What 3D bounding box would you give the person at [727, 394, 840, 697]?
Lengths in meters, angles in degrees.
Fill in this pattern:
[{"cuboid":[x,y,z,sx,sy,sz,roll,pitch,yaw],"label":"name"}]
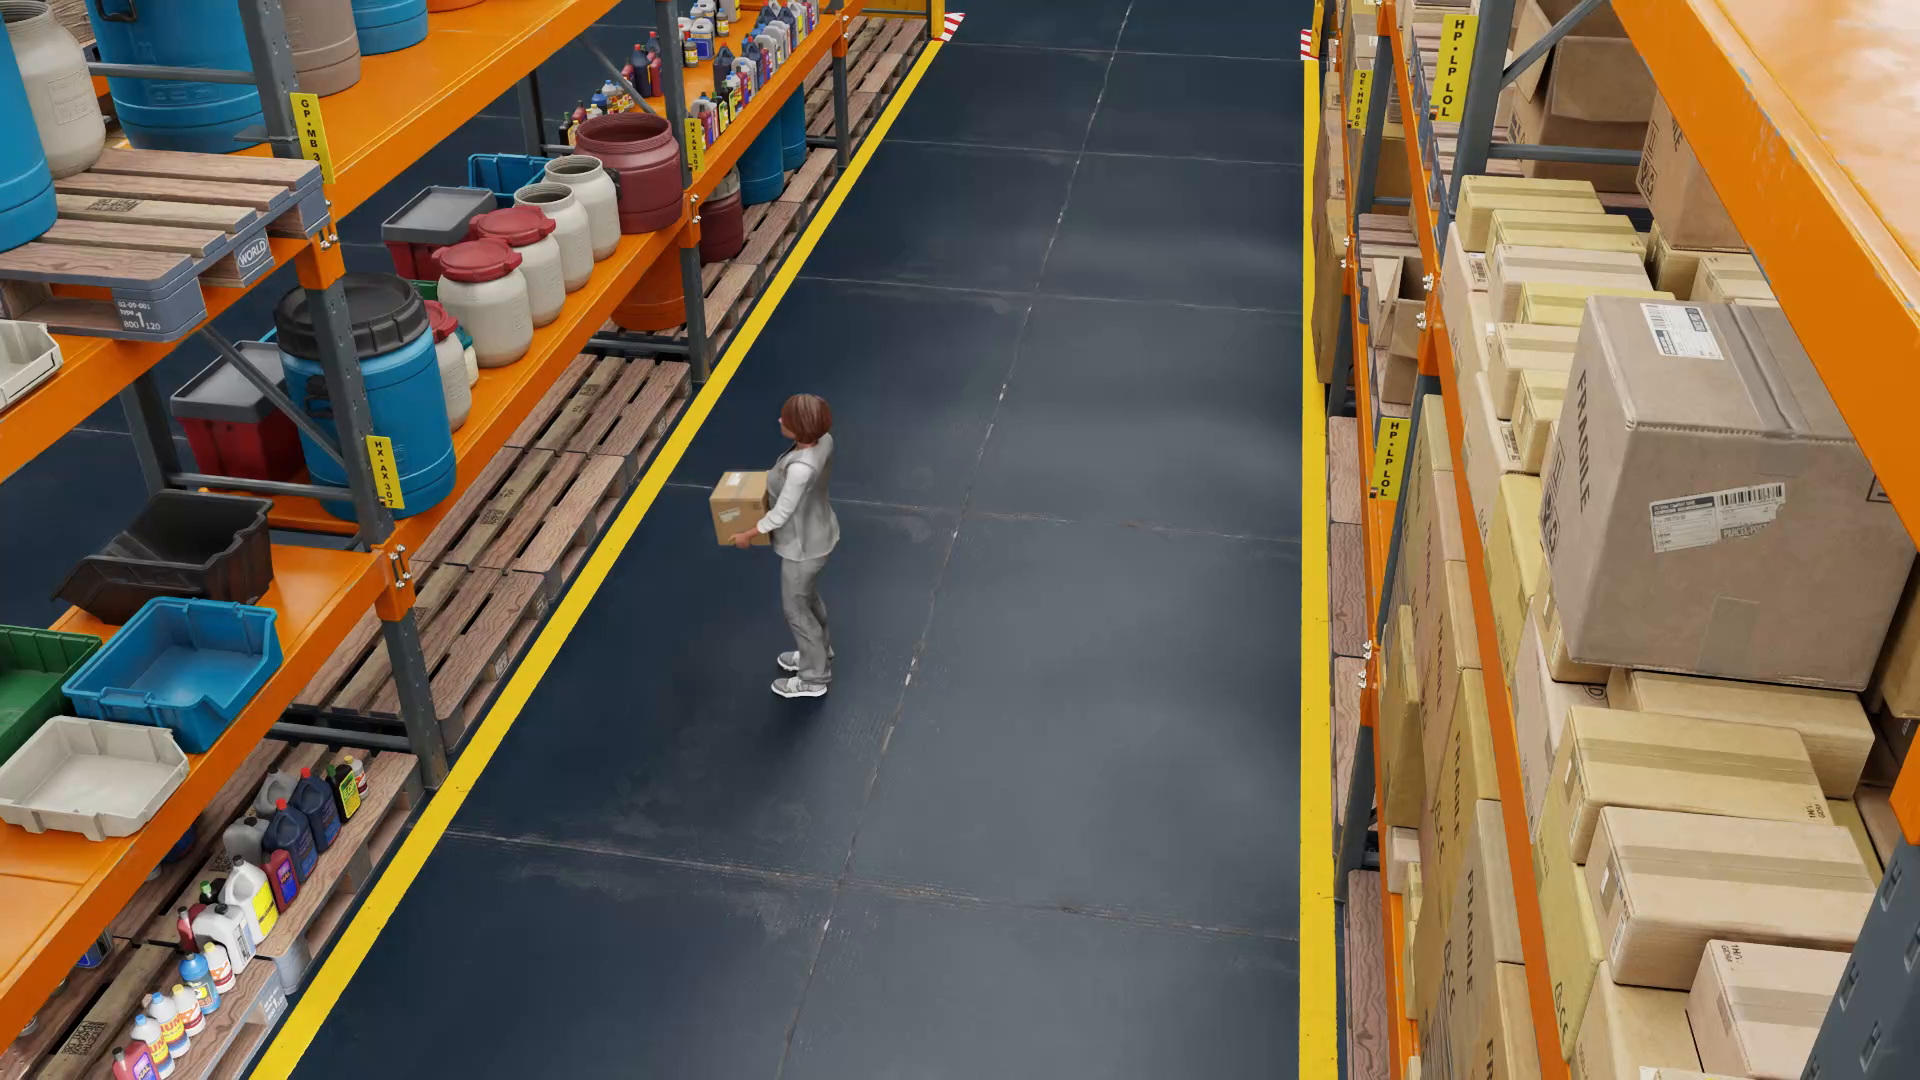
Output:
[{"cuboid":[-0.806,0.016,7.727,0.488,1.593,0.412,5,33,8],"label":"person"}]
